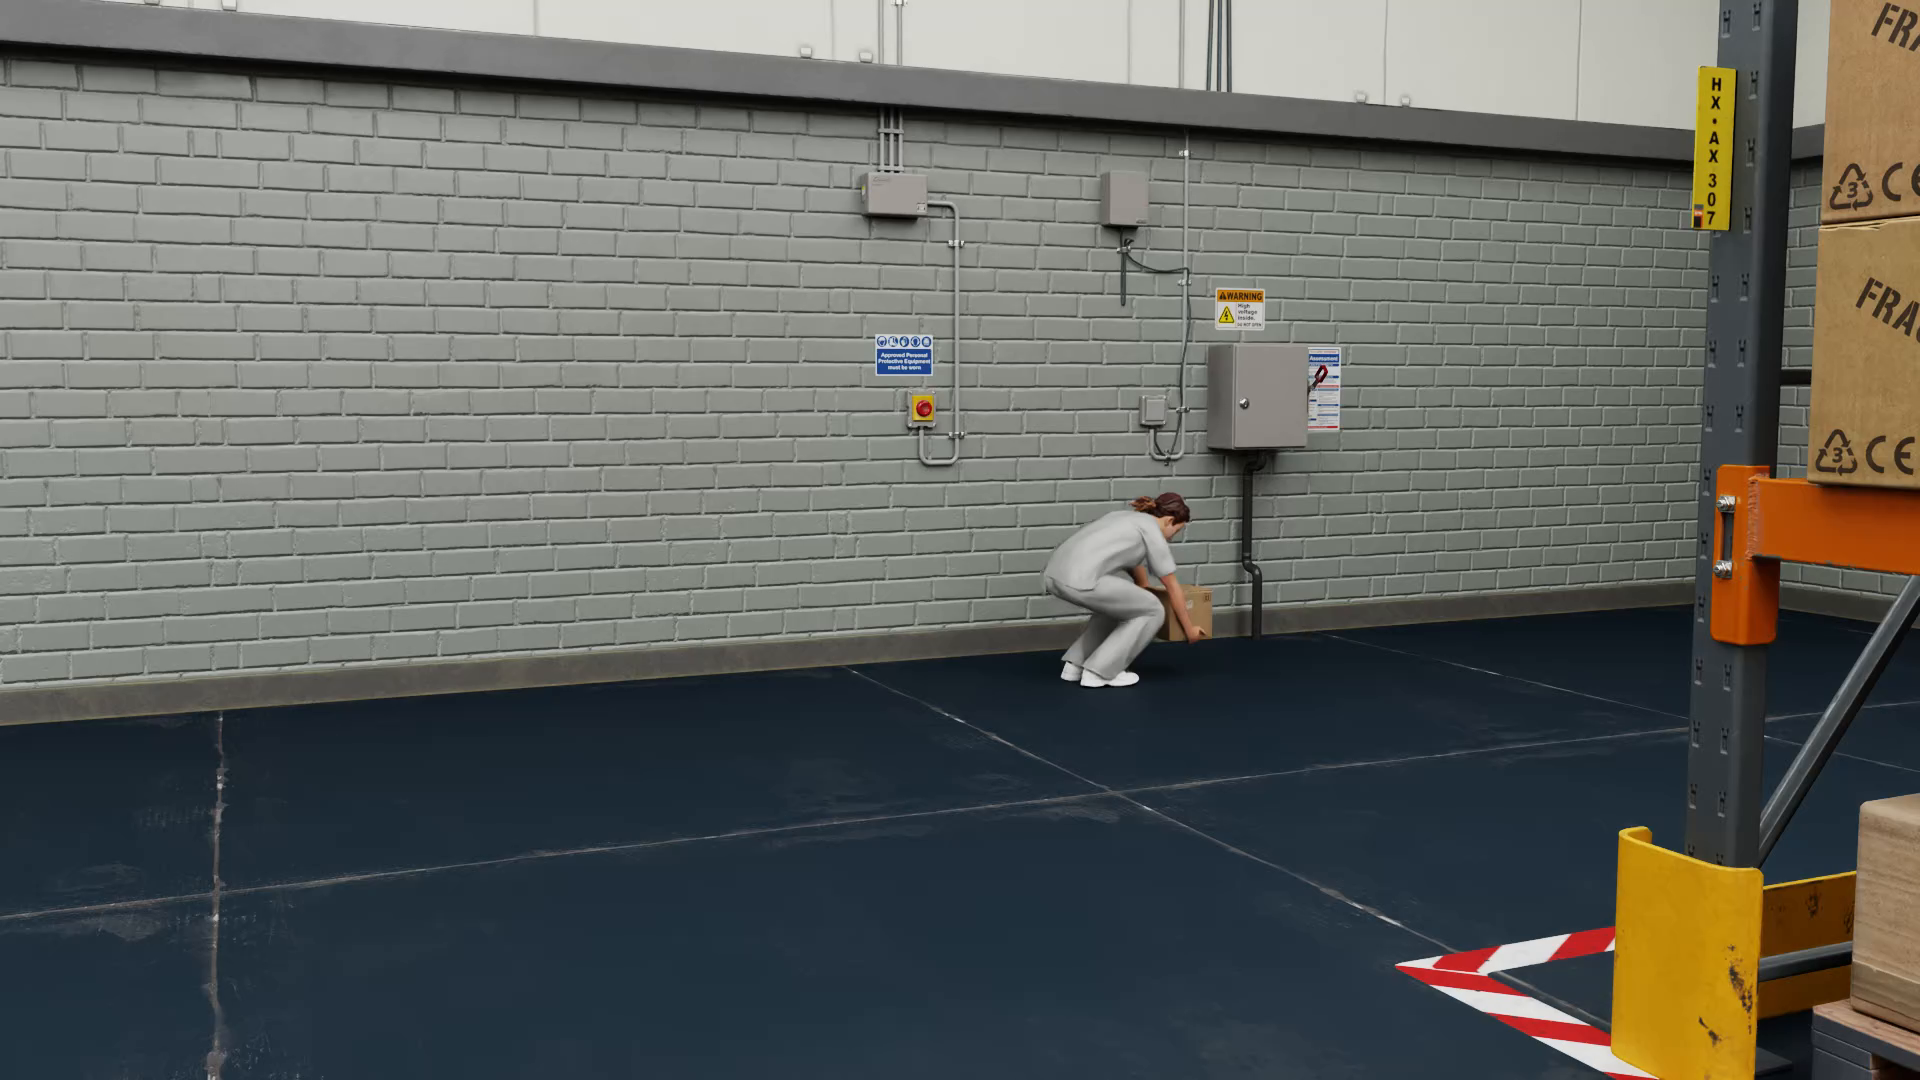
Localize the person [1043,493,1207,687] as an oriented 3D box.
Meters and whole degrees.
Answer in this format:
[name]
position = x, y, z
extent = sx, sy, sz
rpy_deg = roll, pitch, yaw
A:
[person]
position = 0.815, 0.242, 8.330
extent = 0.830, 0.938, 0.460
rpy_deg = -3, 6, -25
